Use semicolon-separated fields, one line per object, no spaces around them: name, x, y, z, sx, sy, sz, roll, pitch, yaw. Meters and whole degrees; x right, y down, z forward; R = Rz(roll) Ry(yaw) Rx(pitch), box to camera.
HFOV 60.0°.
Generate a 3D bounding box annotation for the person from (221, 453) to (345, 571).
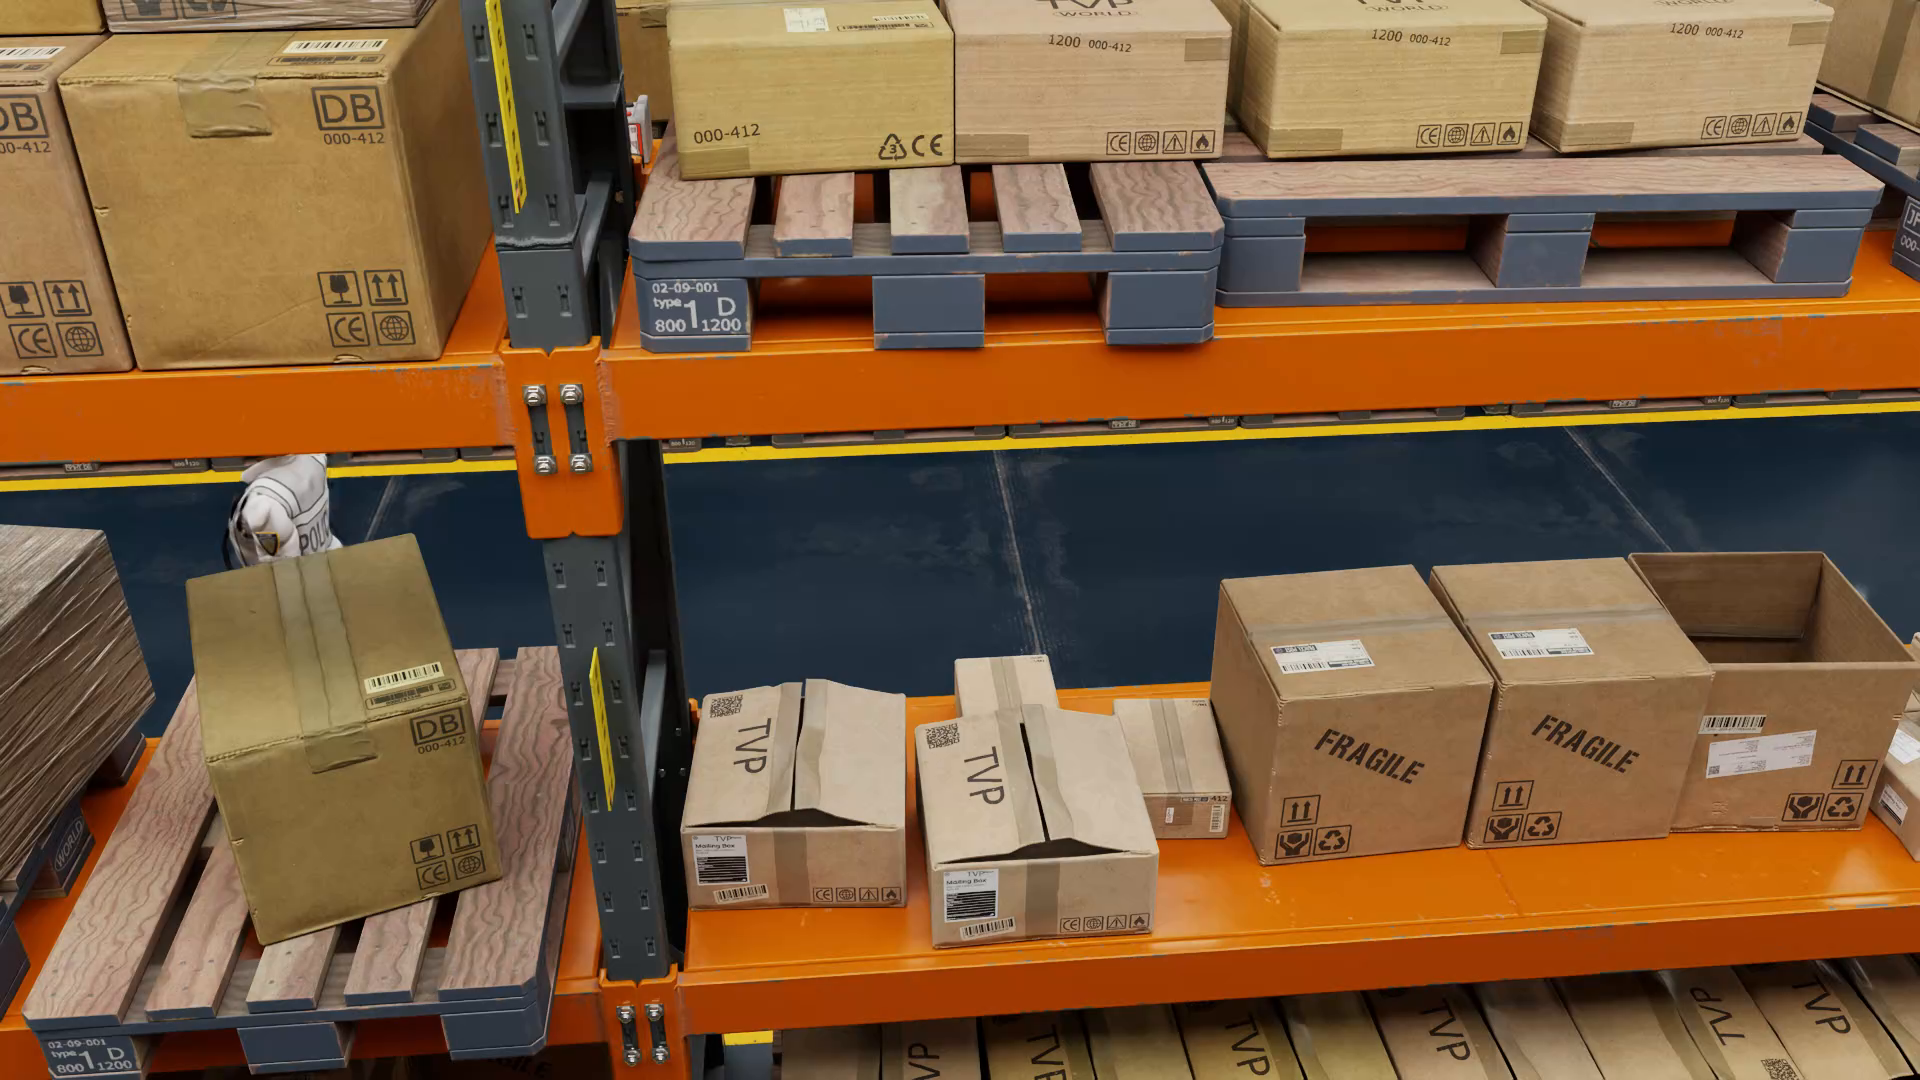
person;-2.244;0.243;5.705;0.506;1.728;0.532;3;31;6
